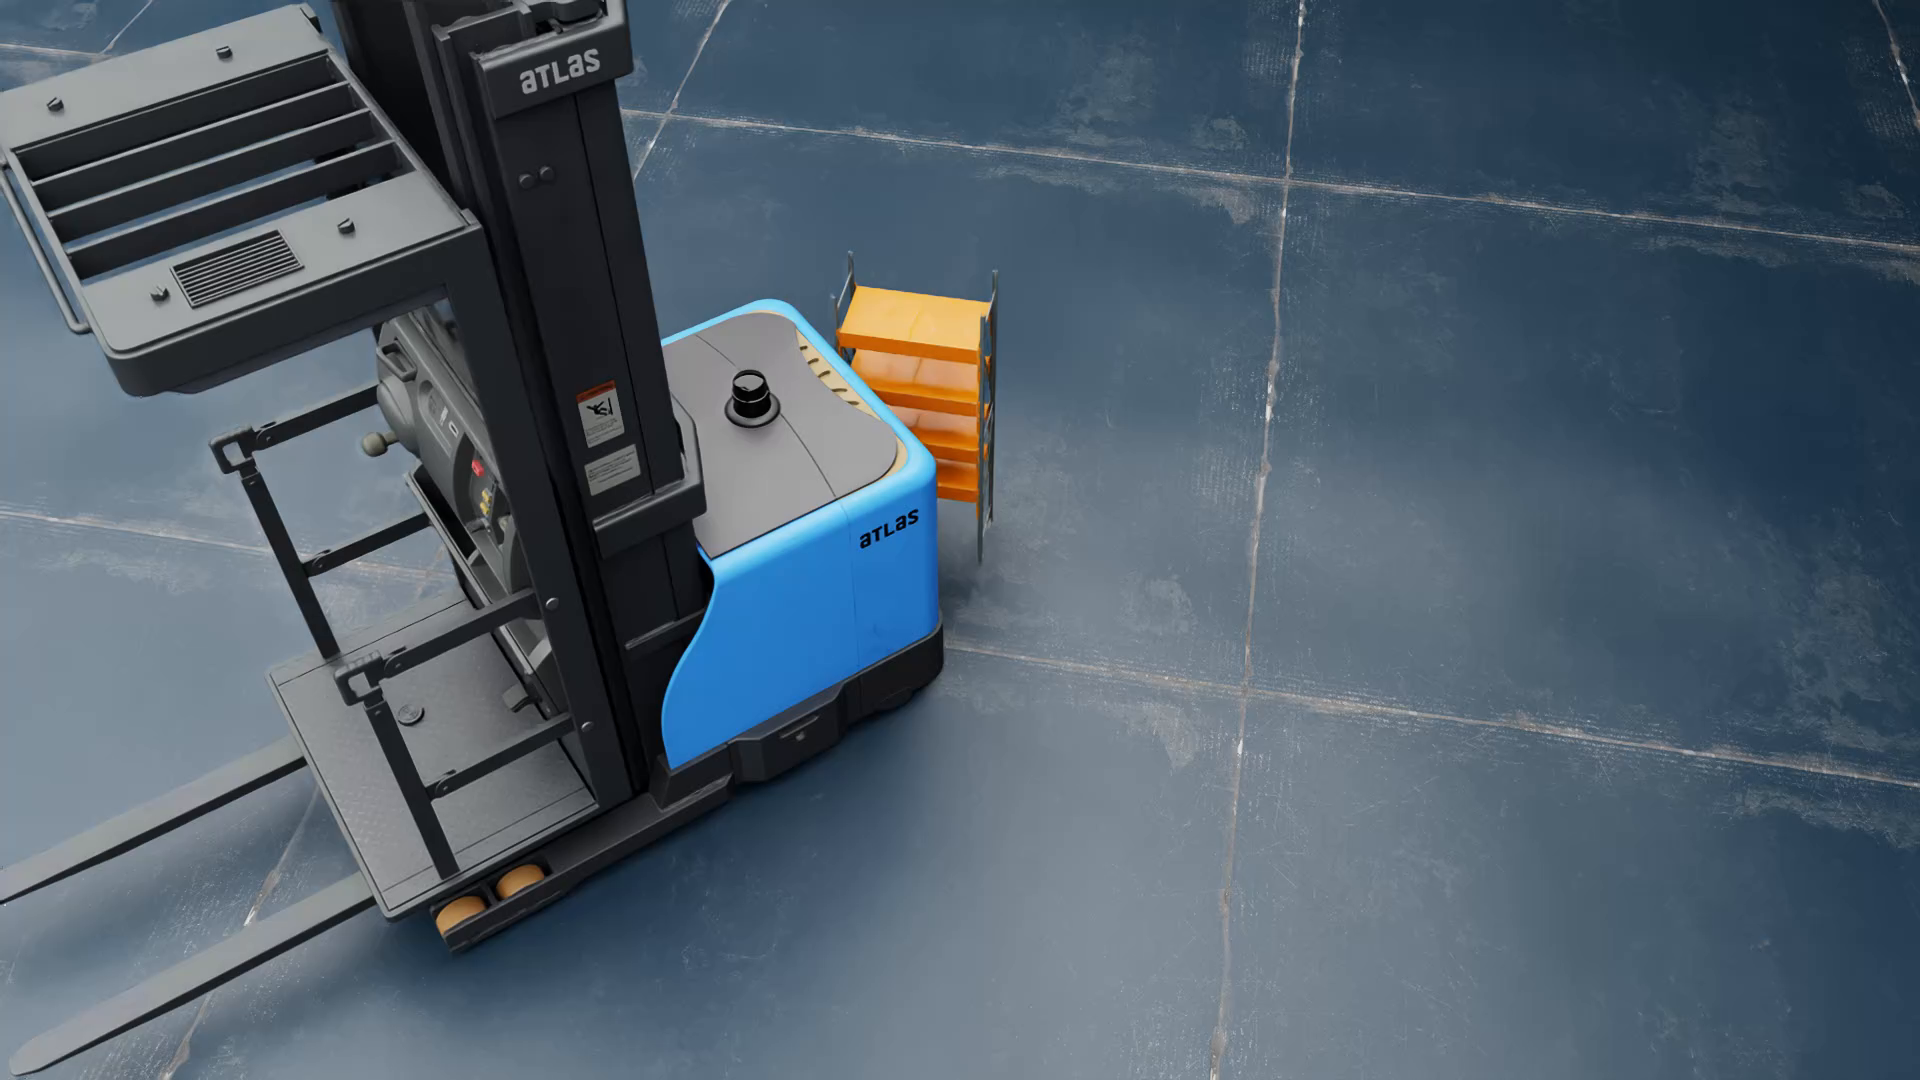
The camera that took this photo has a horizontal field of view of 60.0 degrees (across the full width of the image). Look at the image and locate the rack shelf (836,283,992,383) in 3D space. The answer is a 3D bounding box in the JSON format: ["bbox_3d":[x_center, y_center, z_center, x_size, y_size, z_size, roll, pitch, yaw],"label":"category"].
[{"bbox_3d":[-0.145,-0.692,5.537,0.480,0.148,0.258,8,49,7],"label":"rack shelf"}]

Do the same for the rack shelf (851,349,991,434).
[{"bbox_3d":[-0.145,-0.534,5.713,0.480,0.148,0.258,8,49,7],"label":"rack shelf"}]

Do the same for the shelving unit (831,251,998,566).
[{"bbox_3d":[-0.145,-0.429,5.829,0.503,1.200,0.258,8,49,7],"label":"shelving unit"}]

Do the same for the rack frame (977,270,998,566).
[{"bbox_3d":[0.094,-0.394,5.797,0.015,1.200,0.240,8,49,7],"label":"rack frame"}]

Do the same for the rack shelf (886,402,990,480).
[{"bbox_3d":[-0.145,-0.384,5.879,0.480,0.148,0.258,8,49,7],"label":"rack shelf"}]

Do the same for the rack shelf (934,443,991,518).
[{"bbox_3d":[-0.145,-0.252,6.027,0.480,0.148,0.258,8,49,7],"label":"rack shelf"}]

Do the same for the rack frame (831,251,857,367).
[{"bbox_3d":[-0.384,-0.465,5.861,0.015,1.200,0.240,8,49,7],"label":"rack frame"}]

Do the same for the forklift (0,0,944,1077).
[{"bbox_3d":[-1.563,-0.179,4.441,3.031,2.935,1.130,-27,53,-22],"label":"forklift"}]
